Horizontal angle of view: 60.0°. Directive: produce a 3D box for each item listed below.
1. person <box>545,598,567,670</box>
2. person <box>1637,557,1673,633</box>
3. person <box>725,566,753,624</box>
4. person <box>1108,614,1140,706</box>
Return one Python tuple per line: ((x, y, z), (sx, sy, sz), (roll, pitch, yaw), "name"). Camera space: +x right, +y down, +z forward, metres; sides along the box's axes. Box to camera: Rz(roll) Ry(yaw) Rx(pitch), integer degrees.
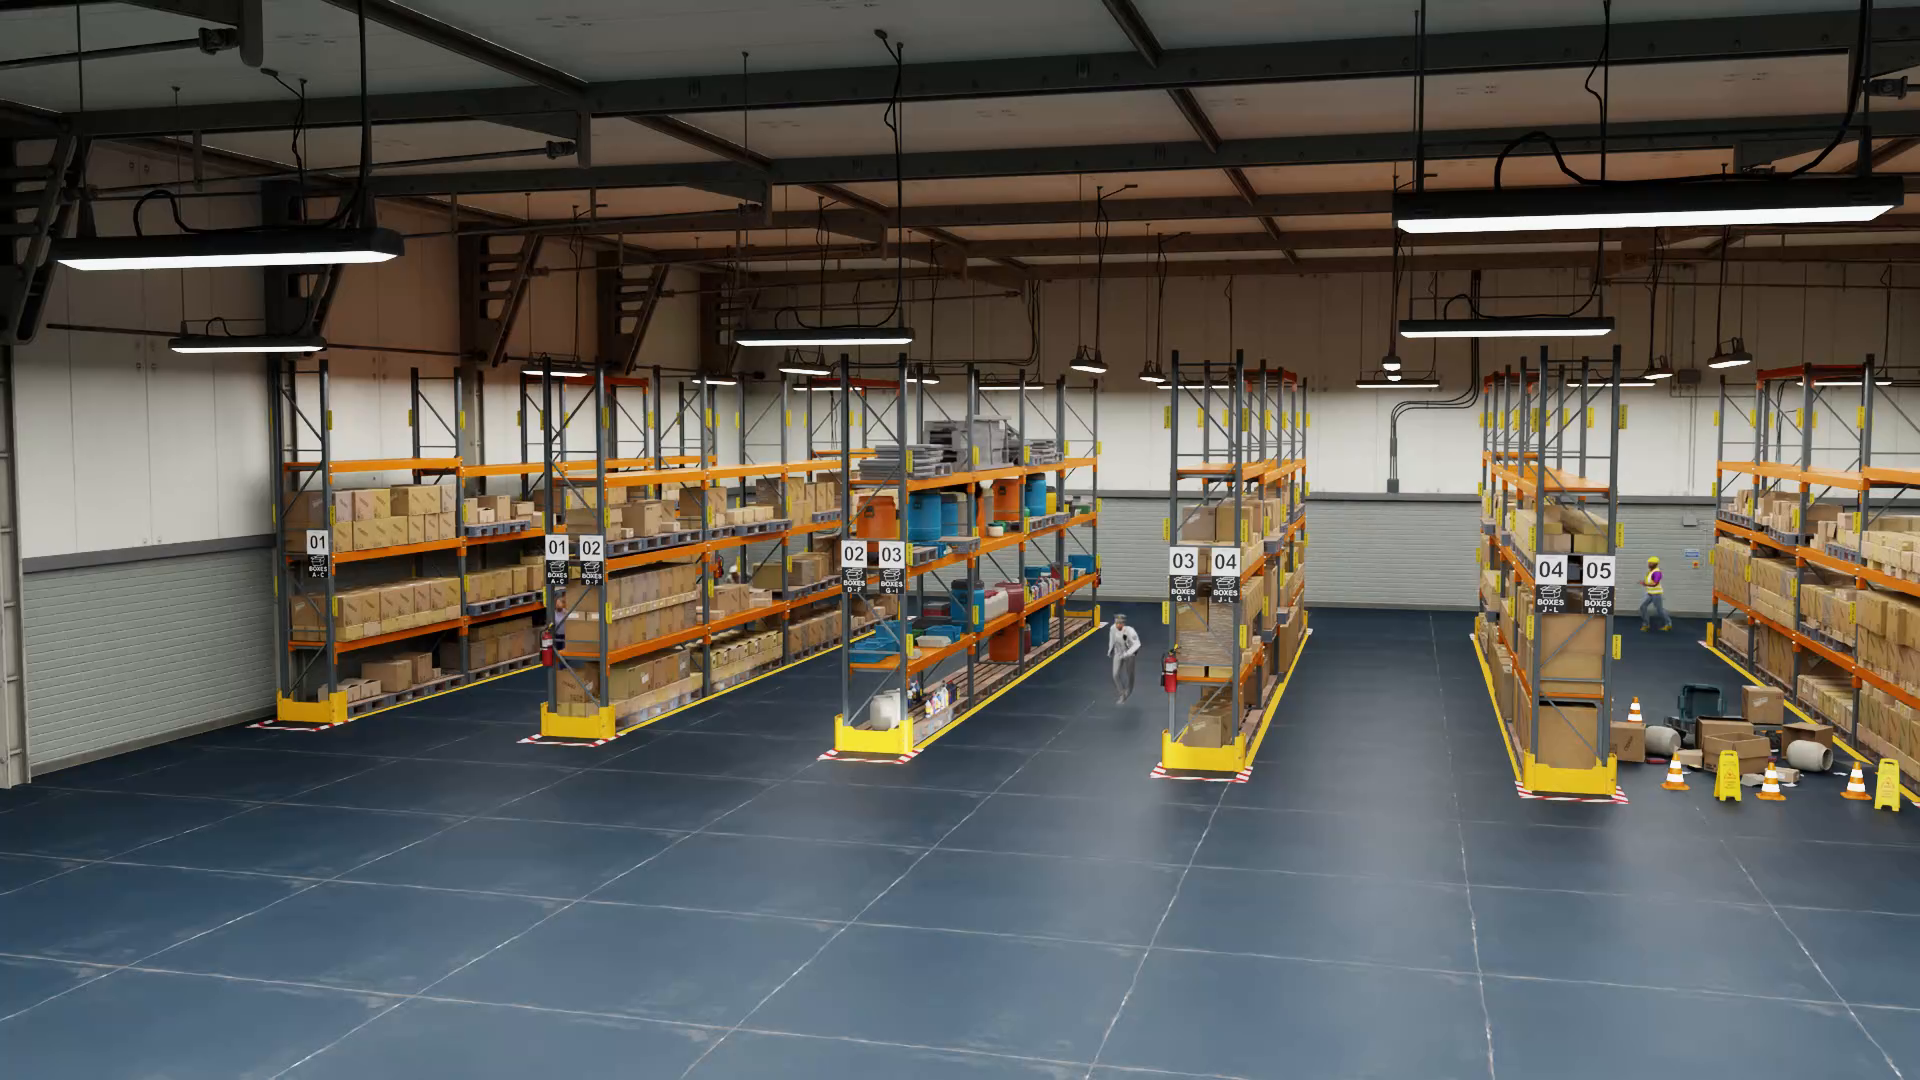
((-7.522, 1.923, 31.504), (0.592, 1.689, 0.902), (1, 4, 8), "person")
((16.344, 1.306, 39.157), (0.856, 1.826, 0.681), (0, 4, 2), "person")
((-5.344, 1.341, 40.380), (0.700, 1.484, 0.978), (0, 4, 1), "person")
((2.800, 1.975, 27.982), (0.605, 1.551, 0.973), (2, 4, 23), "person")
